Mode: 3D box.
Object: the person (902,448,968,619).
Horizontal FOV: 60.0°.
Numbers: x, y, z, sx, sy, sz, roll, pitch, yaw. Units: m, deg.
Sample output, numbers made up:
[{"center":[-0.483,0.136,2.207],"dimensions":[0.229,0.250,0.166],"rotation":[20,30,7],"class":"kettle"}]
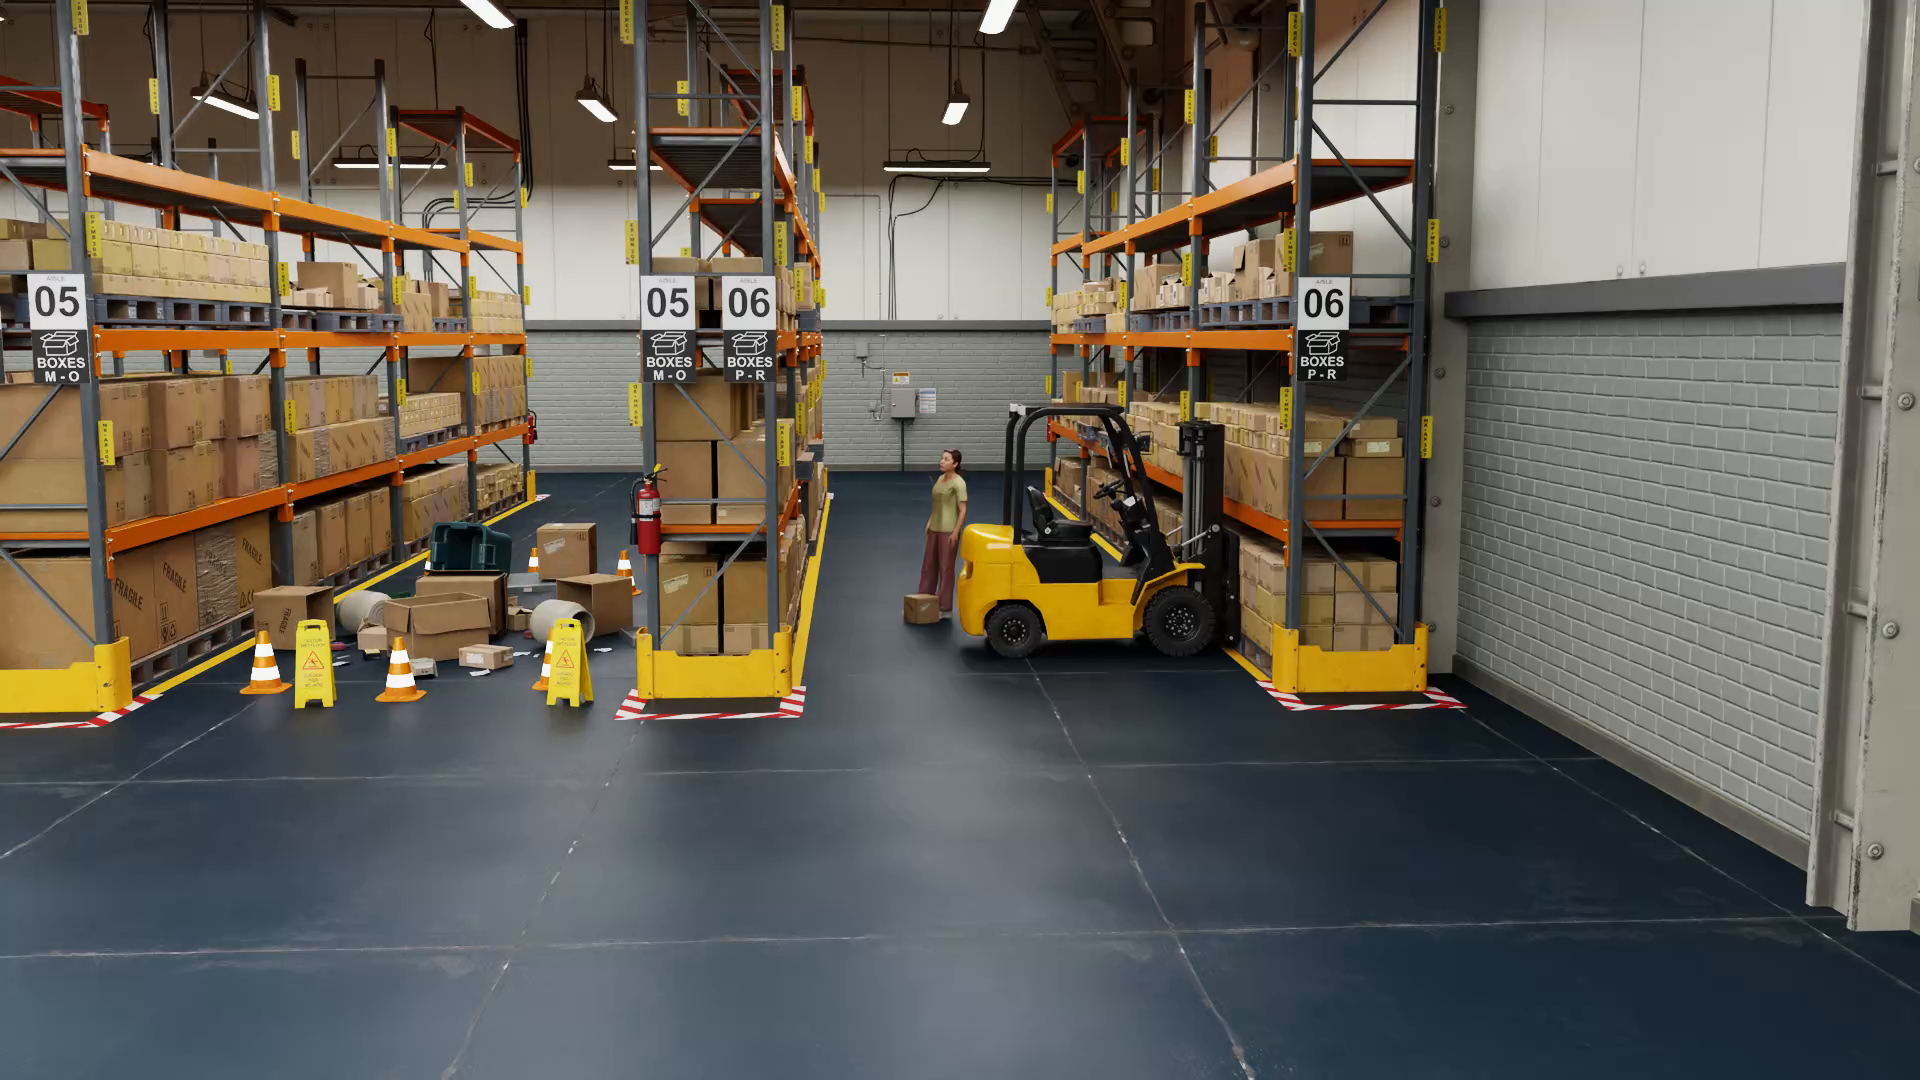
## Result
[{"center":[-0.212,-0.057,16.201],"dimensions":[0.548,1.662,0.553],"rotation":[-4,8,-33],"class":"person"}]
